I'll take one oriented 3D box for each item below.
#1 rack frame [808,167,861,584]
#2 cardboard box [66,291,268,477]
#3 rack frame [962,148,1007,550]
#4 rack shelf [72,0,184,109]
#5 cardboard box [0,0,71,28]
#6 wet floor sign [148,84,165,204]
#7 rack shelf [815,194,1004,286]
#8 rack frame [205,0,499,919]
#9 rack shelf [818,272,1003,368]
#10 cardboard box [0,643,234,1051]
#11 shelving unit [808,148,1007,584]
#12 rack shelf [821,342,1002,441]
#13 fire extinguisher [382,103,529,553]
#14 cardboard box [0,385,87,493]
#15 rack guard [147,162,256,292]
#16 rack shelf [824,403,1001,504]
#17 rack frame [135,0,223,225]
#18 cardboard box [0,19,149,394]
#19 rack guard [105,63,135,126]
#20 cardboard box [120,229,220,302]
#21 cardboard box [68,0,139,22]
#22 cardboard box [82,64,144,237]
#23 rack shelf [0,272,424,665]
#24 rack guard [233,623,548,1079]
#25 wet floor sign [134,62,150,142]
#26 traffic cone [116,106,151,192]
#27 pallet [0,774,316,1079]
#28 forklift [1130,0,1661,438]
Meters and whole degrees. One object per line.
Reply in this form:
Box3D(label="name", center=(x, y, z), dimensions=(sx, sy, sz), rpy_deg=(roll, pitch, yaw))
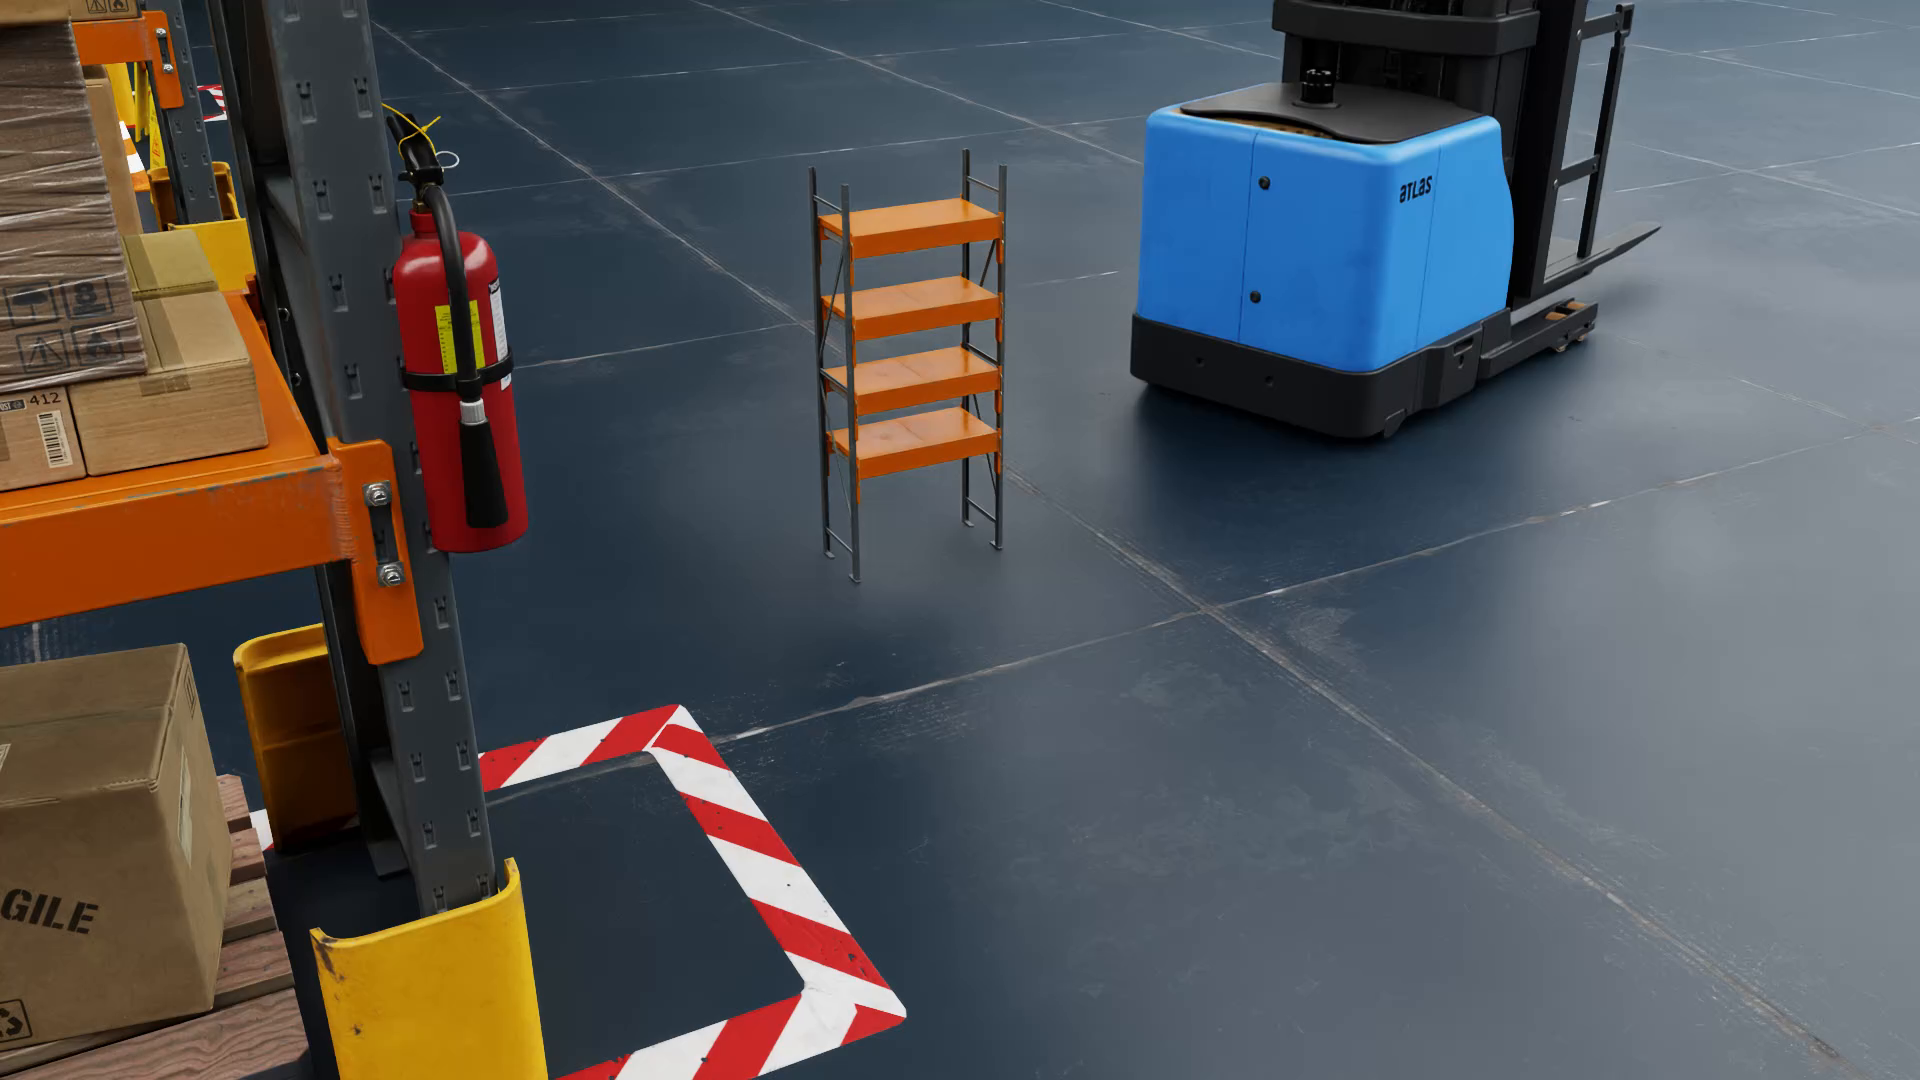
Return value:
Box3D(label="rack frame", center=(-0.361, -0.457, 4.817), dimensions=(0.015, 1.200, 0.240), rpy_deg=(-13, 29, -25))
Box3D(label="cardboard box", center=(-1.252, -0.253, 2.602), dimensions=(0.250, 0.149, 0.380), rpy_deg=(-13, 29, -25))
Box3D(label="rack frame", center=(0.069, -0.557, 5.024), dimensions=(0.015, 1.200, 0.240), rpy_deg=(-13, 29, -25))
Box3D(label="rack shelf", center=(-5.107, -1.687, 6.129), dimensions=(4.000, 0.370, 1.077), rpy_deg=(-13, 29, -25))
Box3D(label="cardboard box", center=(-1.467, -0.927, 2.101), dimensions=(0.500, 0.500, 0.500), rpy_deg=(-13, 29, -25))
Box3D(label="wet floor sign", center=(-4.249, -2.119, 8.918), dimensions=(0.232, 0.644, 0.267), rpy_deg=(-19, 31, -34))
Box3D(label="rack shelf", center=(-0.146, -0.861, 4.750), dimensions=(0.480, 0.148, 0.258), rpy_deg=(-13, 29, -25))
Box3D(label="rack frame", center=(-1.098, -0.504, 2.833), dimensions=(0.127, 3.000, 1.000), rpy_deg=(-13, 29, -25))
Box3D(label="rack shelf", center=(-0.146, -0.648, 4.852), dimensions=(0.480, 0.148, 0.258), rpy_deg=(-13, 29, -25))
Box3D(label="cardboard box", center=(-1.657, 0.555, 3.032), dimensions=(0.500, 0.500, 0.500), rpy_deg=(-8, 27, -16))
Box3D(label="shelving unit", center=(-0.146, -0.507, 4.920), dimensions=(0.503, 1.200, 0.258), rpy_deg=(-13, 29, -25))
Box3D(label="rack shelf", center=(-0.146, -0.447, 4.949), dimensions=(0.480, 0.148, 0.258), rpy_deg=(-13, 29, -25))
Box3D(label="fire extinguisher", center=(-0.780, -0.316, 2.532), dimensions=(0.183, 0.674, 0.296), rpy_deg=(-13, 29, -25))
Box3D(label="cardboard box", center=(-1.473, -0.203, 2.497), dimensions=(0.250, 0.149, 0.380), rpy_deg=(-13, 29, -25))
Box3D(label="rack guard", center=(-3.322, -1.296, 7.373), dimensions=(0.348, 0.500, 1.175), rpy_deg=(-13, 29, -25))
Box3D(label="rack shelf", center=(-0.146, -0.268, 5.035), dimensions=(0.480, 0.148, 0.258), rpy_deg=(-13, 29, -25))
Box3D(label="rack frame", center=(-3.343, -2.418, 6.821), dimensions=(0.127, 3.000, 1.000), rpy_deg=(-13, 29, -25))
Box3D(label="cardboard box", center=(-1.596, -0.581, 2.536), dimensions=(0.500, 0.500, 0.875), rpy_deg=(-13, 29, -25))
Box3D(label="rack guard", center=(-5.828, -3.146, 11.225), dimensions=(0.348, 0.500, 1.175), rpy_deg=(-13, 29, -25))
Box3D(label="cardboard box", center=(-1.462, -0.423, 2.956), dimensions=(0.250, 0.149, 0.380), rpy_deg=(-13, 29, -25))
Box3D(label="cardboard box", center=(-3.649, -2.393, 6.595), dimensions=(0.550, 0.550, 0.875), rpy_deg=(-13, 29, -25))
Box3D(label="cardboard box", center=(-3.910, -1.486, 6.850), dimensions=(0.875, 0.875, 0.875), rpy_deg=(-13, 28, -25))
Box3D(label="rack shelf", center=(-2.863, 0.228, 2.140), dimensions=(4.000, 0.370, 1.077), rpy_deg=(-13, 29, -25))
Box3D(label="rack guard", center=(-1.165, 0.639, 3.342), dimensions=(0.348, 0.500, 1.175), rpy_deg=(-13, 29, -25))
Box3D(label="wet floor sign", center=(-5.090, -2.857, 10.455), dimensions=(0.232, 0.644, 0.267), rpy_deg=(-4, 26, -7))
Box3D(label="traffic cone", center=(-4.711, -2.210, 9.318), dimensions=(0.334, 0.463, 0.336), rpy_deg=(-13, 29, -25))
Box3D(label="pallet", center=(-1.898, 0.921, 3.088), dimensions=(1.213, 0.211, 1.003), rpy_deg=(-13, 29, -25))
Box3D(label="forklift", center=(2.029, -2.227, 6.501), dimensions=(1.130, 2.935, 3.031), rpy_deg=(22, 33, 38))
